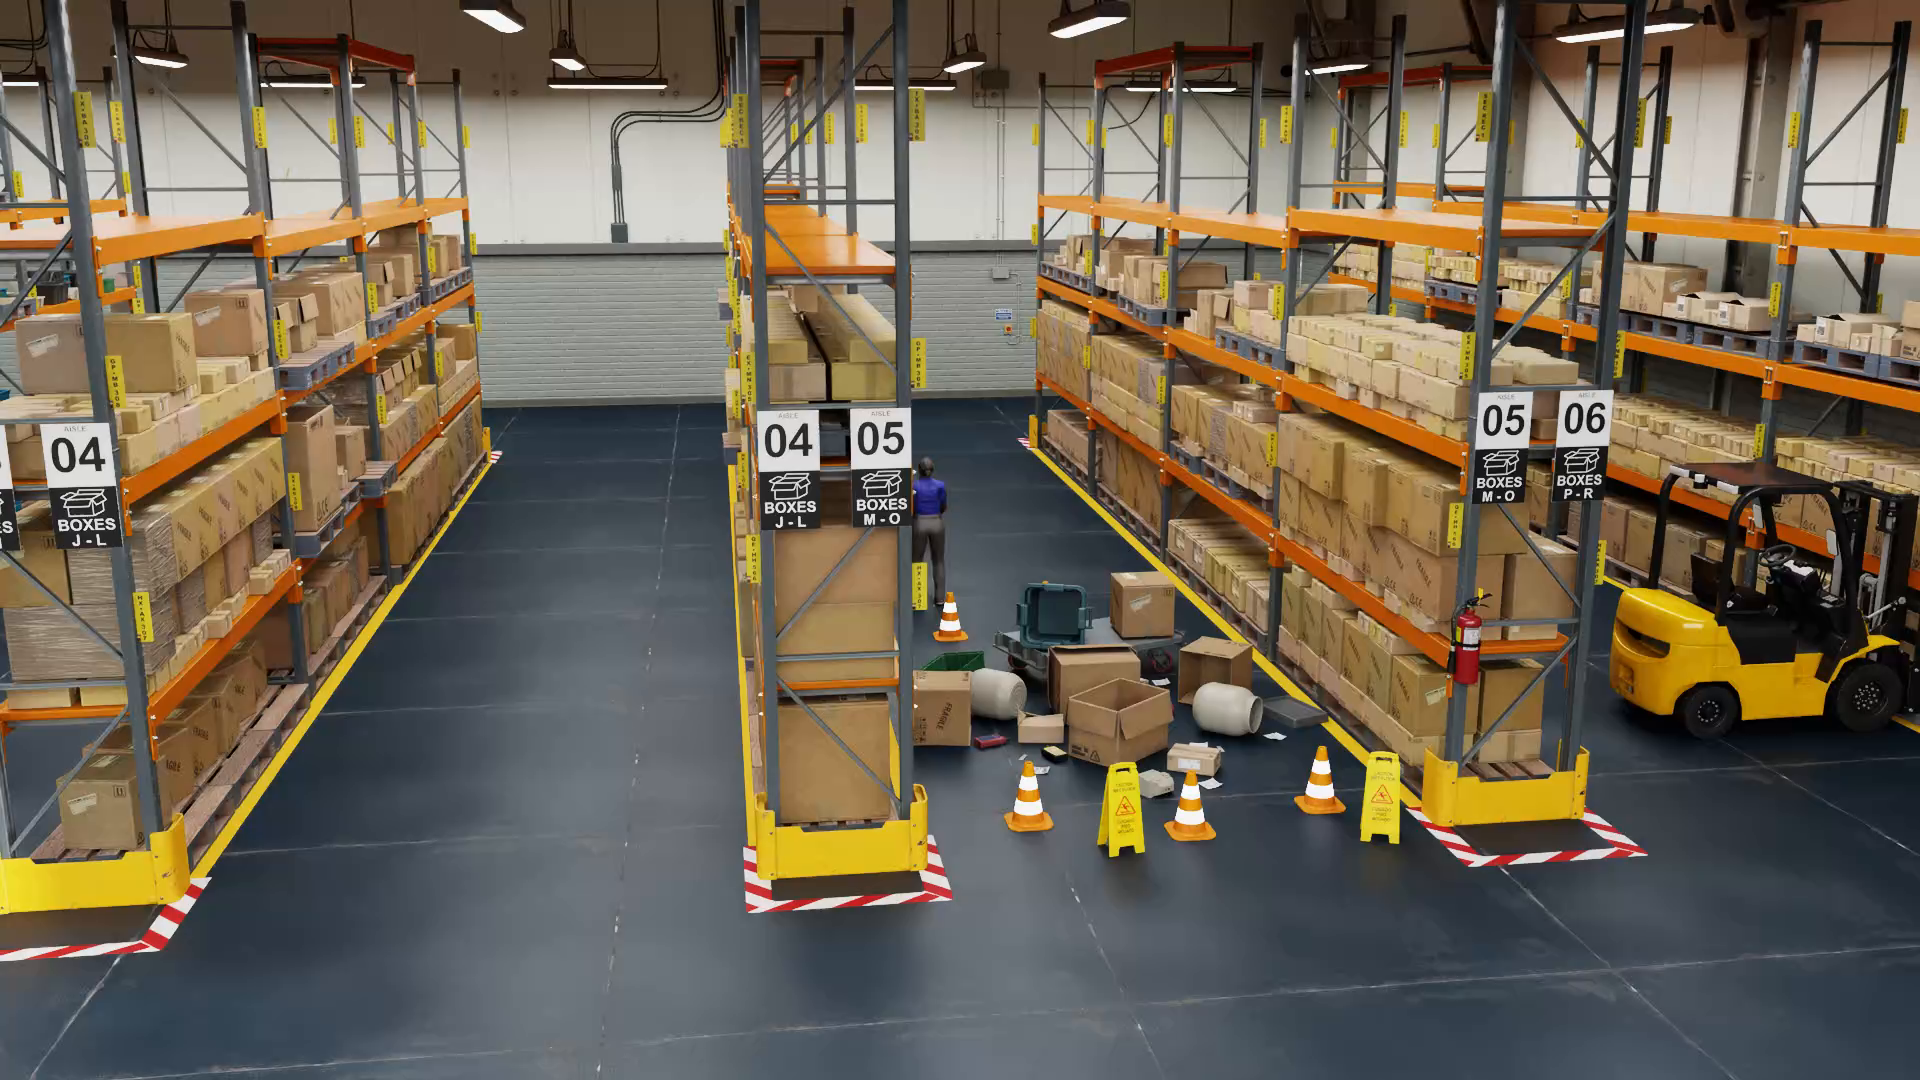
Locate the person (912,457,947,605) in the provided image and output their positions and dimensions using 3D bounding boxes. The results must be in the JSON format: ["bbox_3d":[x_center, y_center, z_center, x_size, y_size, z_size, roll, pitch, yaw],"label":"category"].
[{"bbox_3d":[-0.366,-0.120,18.025,0.448,1.646,0.514,-2,13,-8],"label":"person"}]
